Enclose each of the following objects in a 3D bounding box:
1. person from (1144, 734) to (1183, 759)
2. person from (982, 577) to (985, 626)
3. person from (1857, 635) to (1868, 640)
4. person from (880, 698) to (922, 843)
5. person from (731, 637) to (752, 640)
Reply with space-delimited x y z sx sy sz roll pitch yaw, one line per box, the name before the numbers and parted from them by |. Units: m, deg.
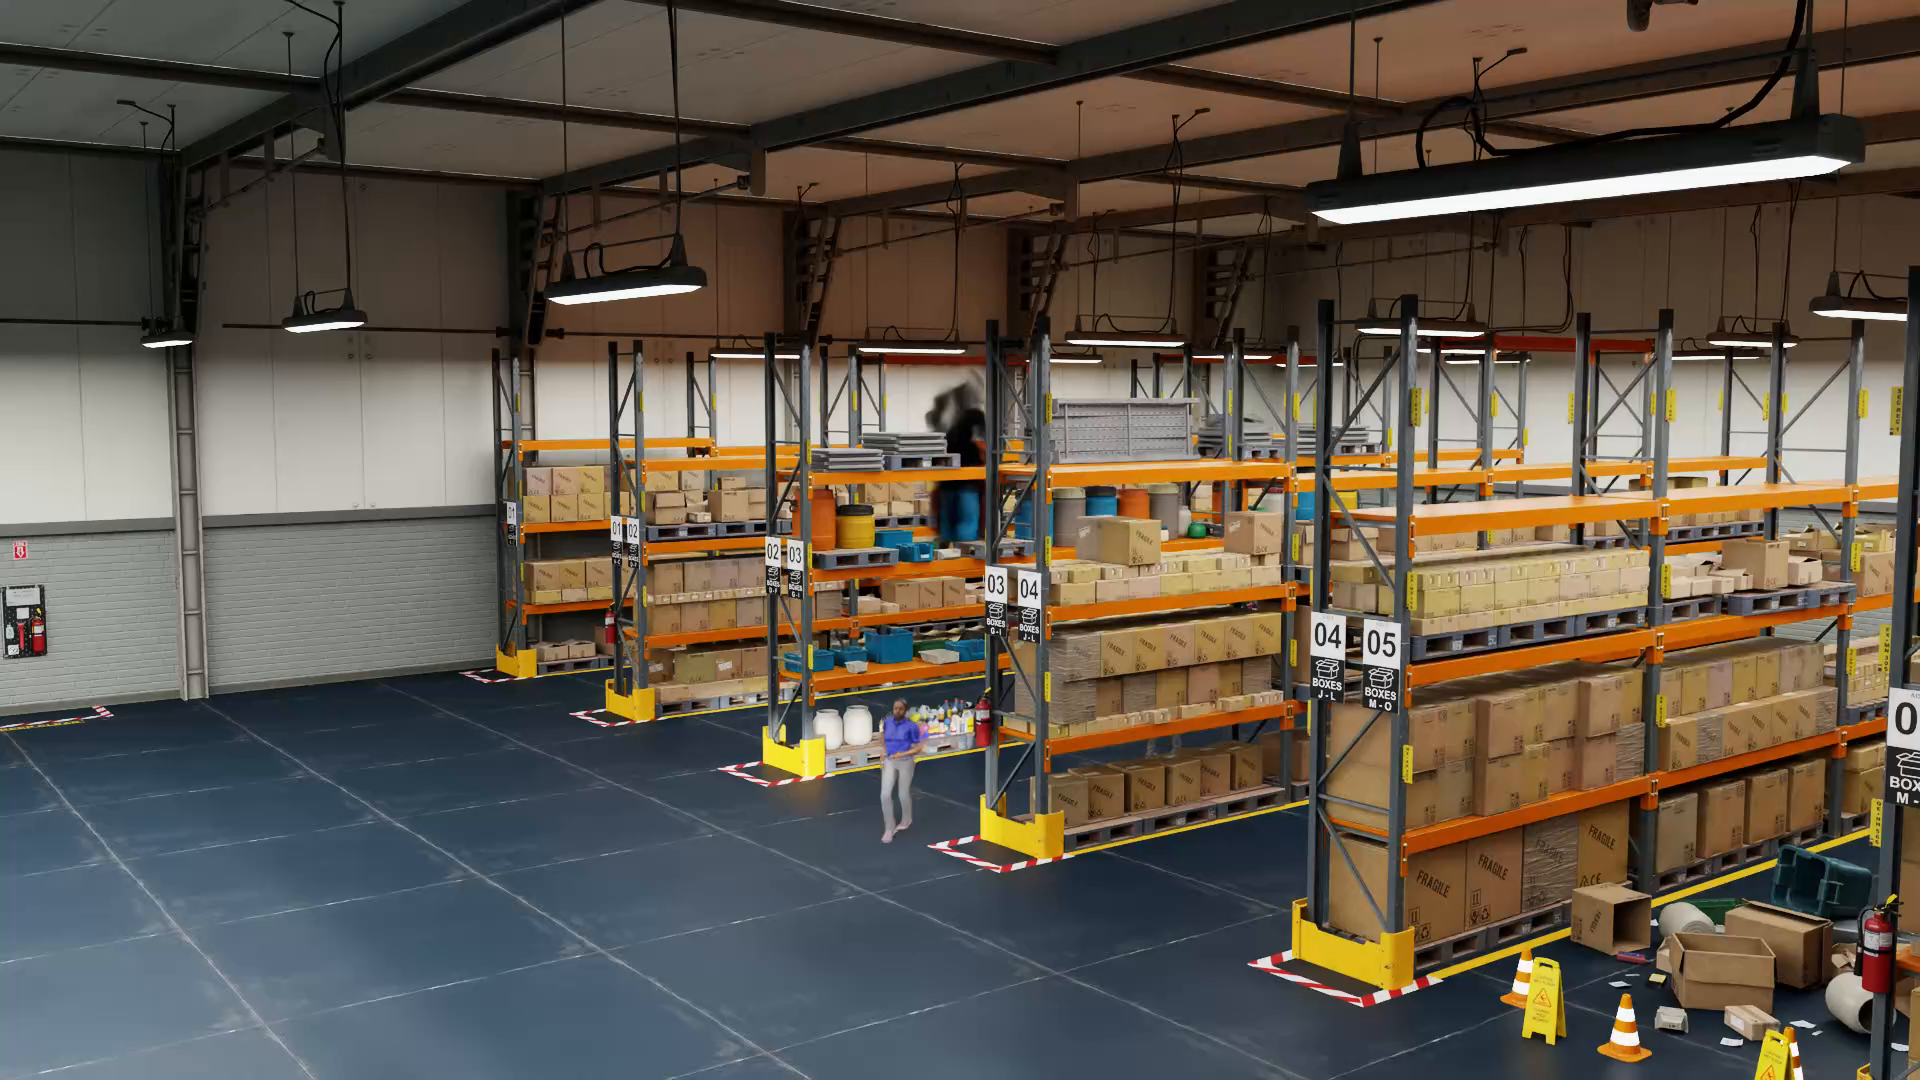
person | 2.884 2.282 23.332 0.775 1.754 0.584 -4 7 -42
person | 0.653 1.340 34.604 0.732 1.625 0.541 -4 6 -39
person | 13.217 2.203 24.297 0.770 1.619 0.584 -3 6 -30
person | -0.681 2.660 19.399 0.555 1.694 0.727 1 5 16
person | -3.848 1.638 30.287 0.715 1.735 0.826 4 7 40
